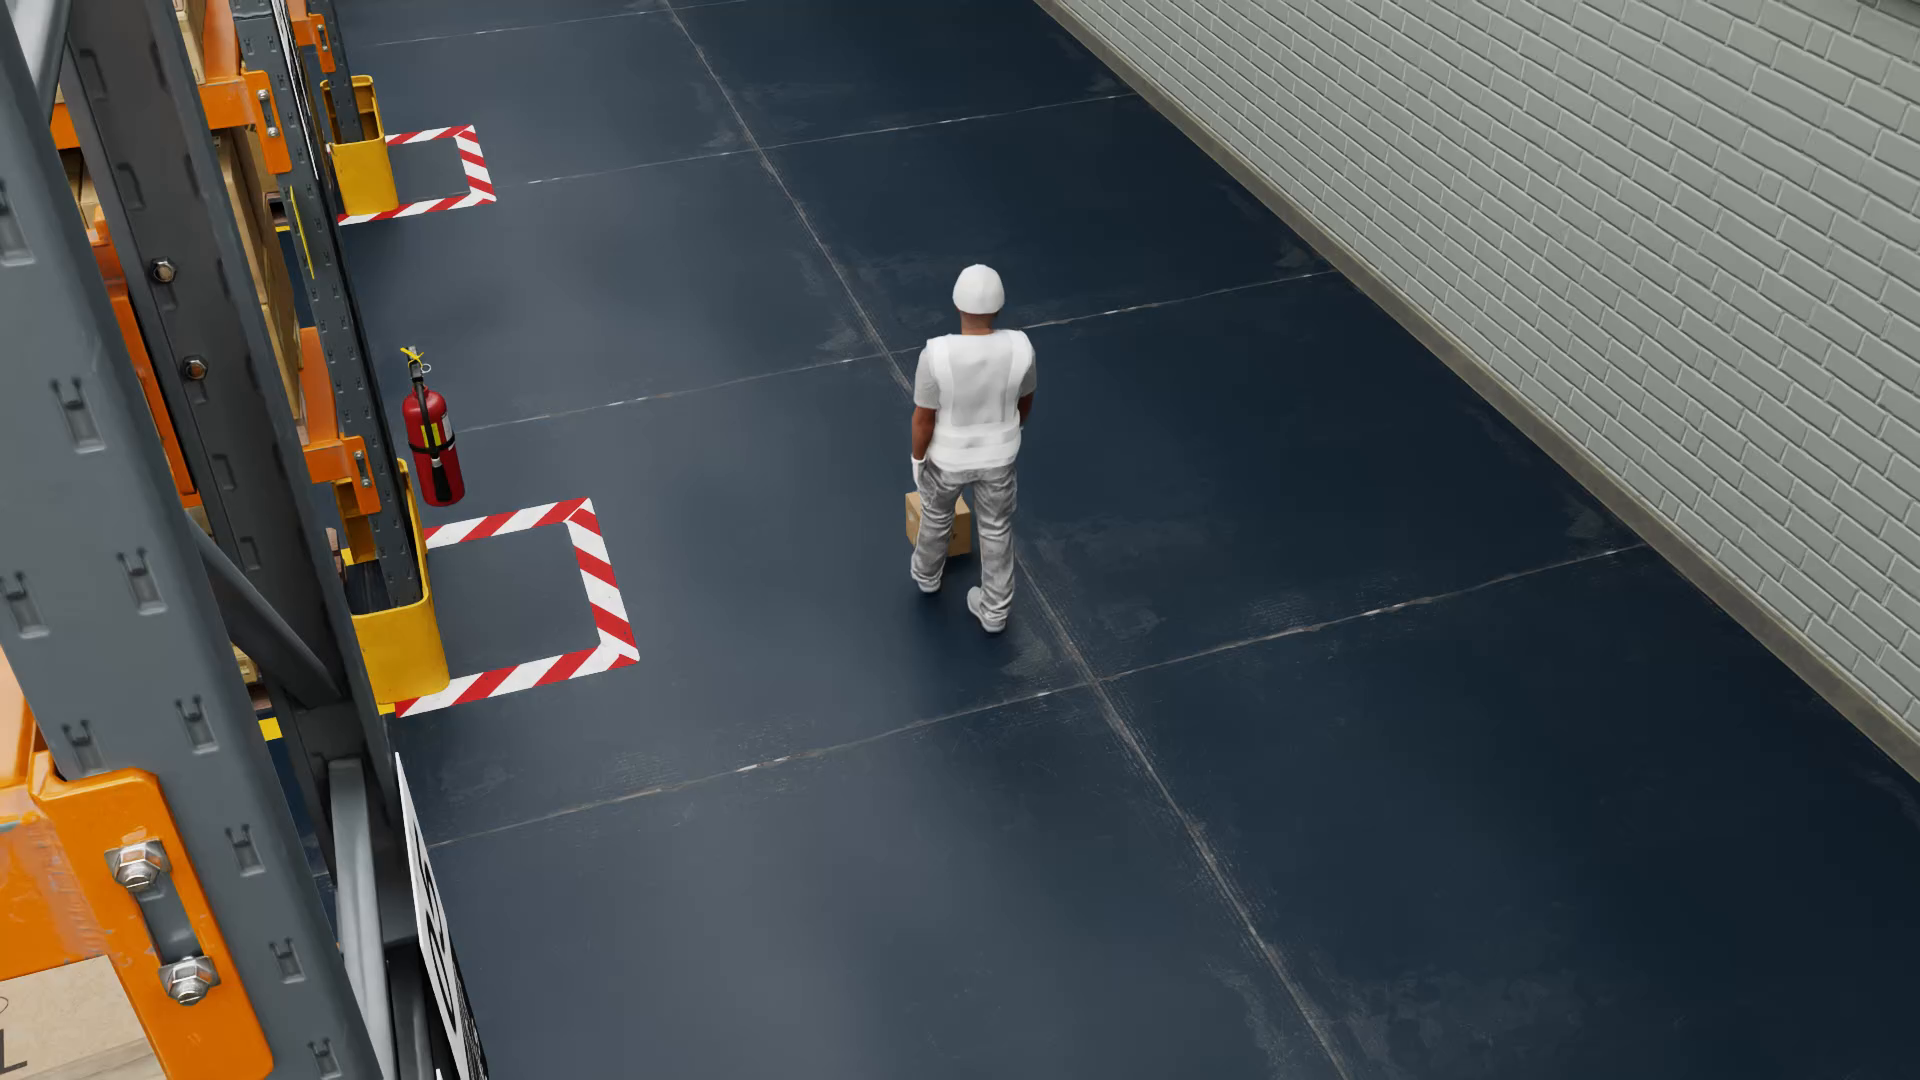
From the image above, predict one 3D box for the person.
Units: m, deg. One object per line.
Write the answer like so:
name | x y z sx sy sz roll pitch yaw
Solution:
person | 0.033 -0.458 7.345 0.556 1.777 0.649 -6 38 -8
